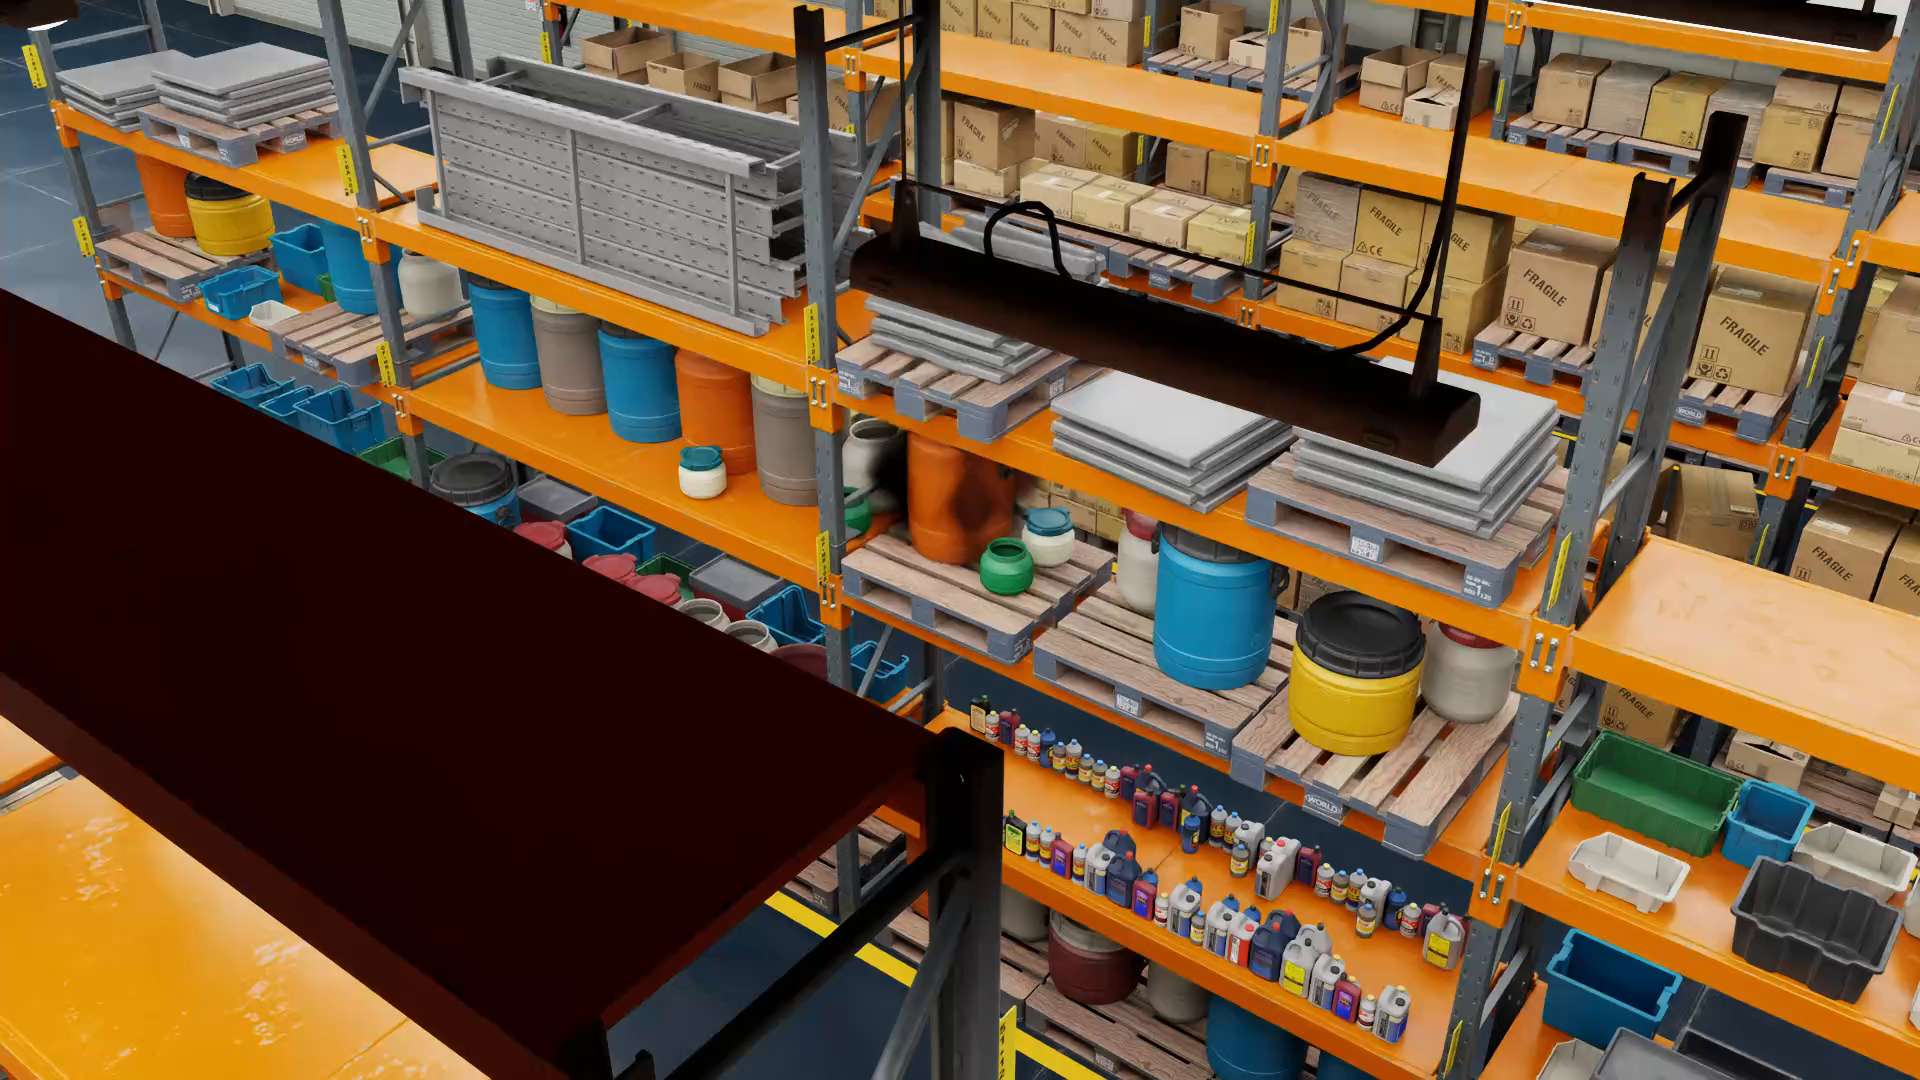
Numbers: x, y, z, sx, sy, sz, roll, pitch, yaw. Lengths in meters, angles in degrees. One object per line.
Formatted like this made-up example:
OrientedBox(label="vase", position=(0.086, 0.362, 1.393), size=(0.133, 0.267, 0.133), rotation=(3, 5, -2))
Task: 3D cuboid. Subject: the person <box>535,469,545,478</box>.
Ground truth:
OrientedBox(label="person", position=(-4.001, -1.159, 15.618), size=(0.432, 1.592, 0.390), rotation=(-11, 33, -17))
